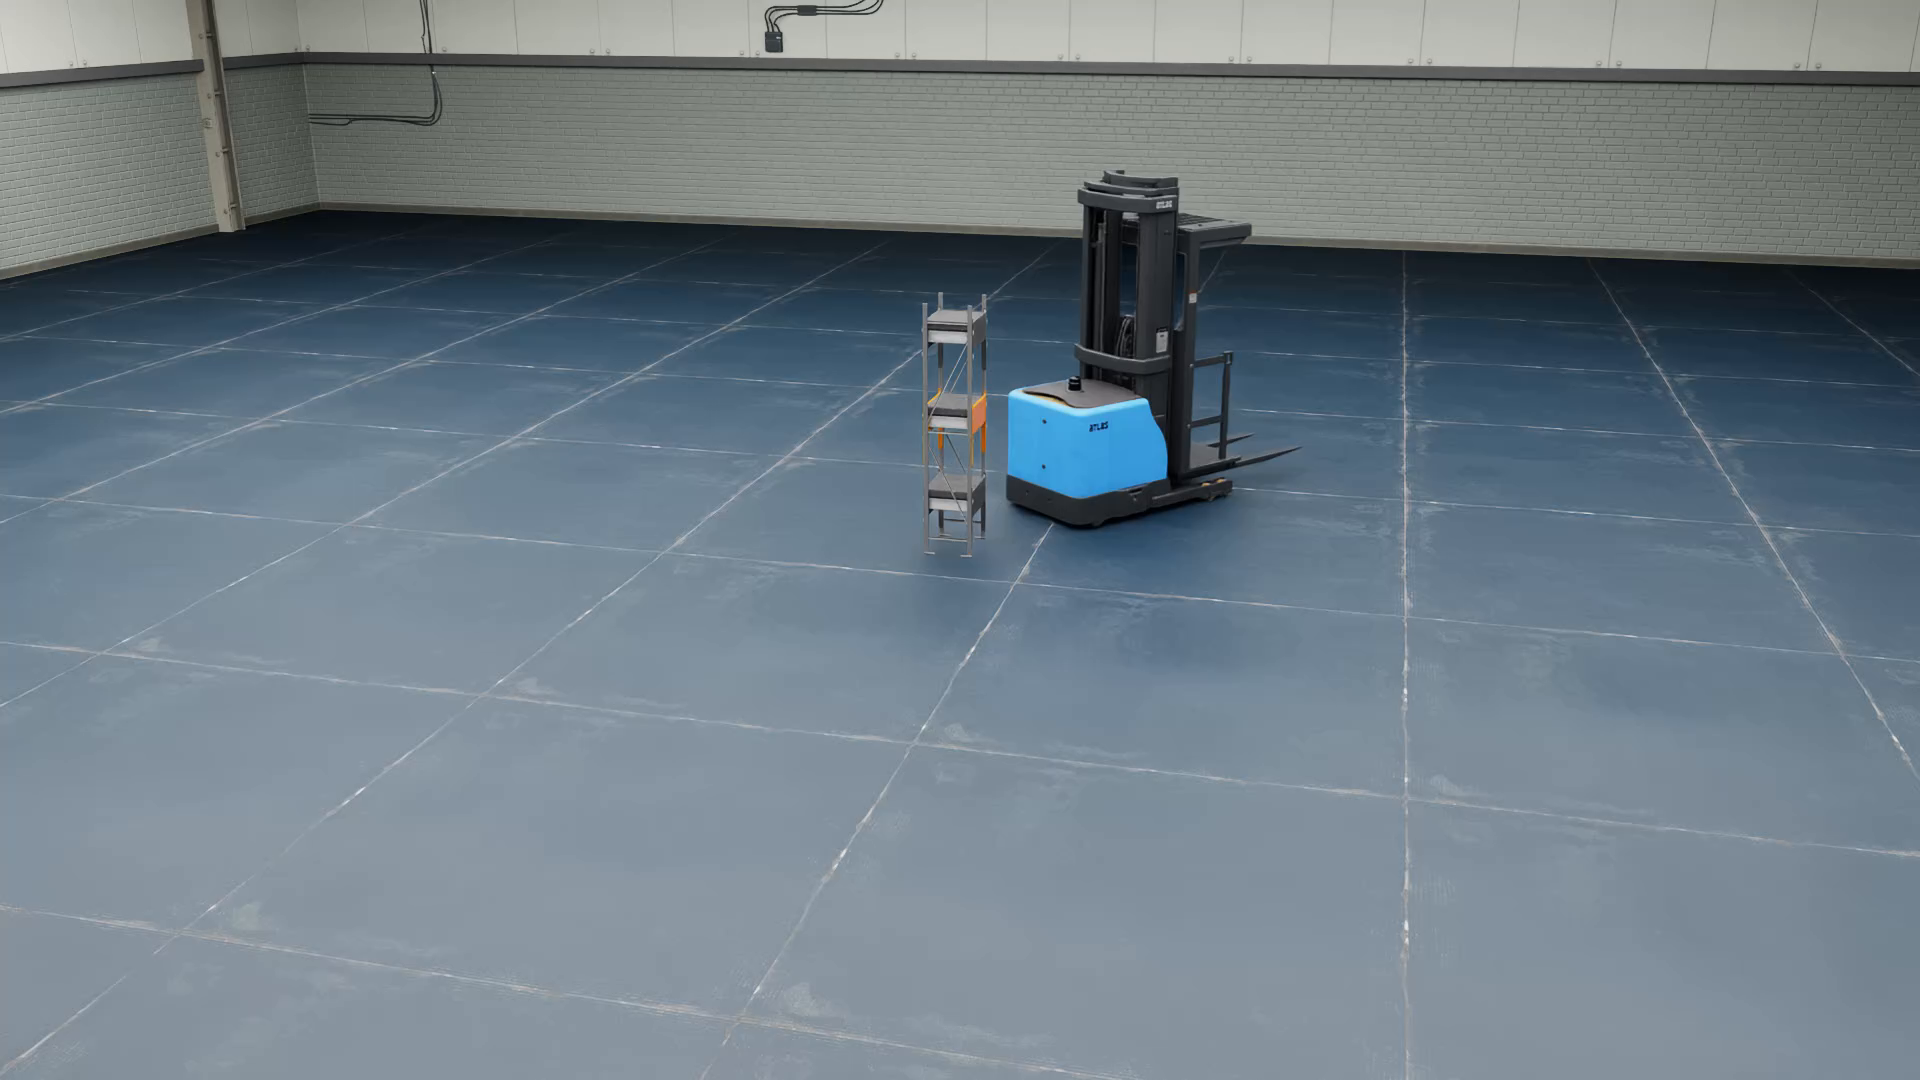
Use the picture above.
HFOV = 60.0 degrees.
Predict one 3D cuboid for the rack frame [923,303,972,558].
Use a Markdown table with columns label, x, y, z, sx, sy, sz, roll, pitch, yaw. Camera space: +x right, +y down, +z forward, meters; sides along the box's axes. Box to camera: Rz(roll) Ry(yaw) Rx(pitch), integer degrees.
| label | x | y | z | sx | sy | sz | roll | pitch | yaw |
| --- | --- | --- | --- | --- | --- | --- | --- | --- | --- |
| rack frame | -0.100 | -0.865 | 13.472 | 0.400 | 2.100 | 0.015 | 5 | 19 | 13 |

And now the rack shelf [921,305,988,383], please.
| label | x | y | z | sx | sy | sz | roll | pitch | yaw |
| --- | --- | --- | --- | --- | --- | --- | --- | --- | --- |
| rack shelf | -0.040 | -1.591 | 13.474 | 0.431 | 0.518 | 0.480 | 5 | 19 | 13 |

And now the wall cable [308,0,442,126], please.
| label | x | y | z | sx | sy | sz | roll | pitch | yaw |
| --- | --- | --- | --- | --- | --- | --- | --- | --- | --- |
| wall cable | -11.654 | -9.416 | 32.636 | 3.097 | 2.526 | 0.112 | 5 | 19 | 13 |

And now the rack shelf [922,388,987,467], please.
| label | x | y | z | sx | sy | sz | roll | pitch | yaw |
| --- | --- | --- | --- | --- | --- | --- | --- | --- | --- |
| rack shelf | -0.040 | -0.929 | 13.701 | 0.431 | 0.518 | 0.480 | 5 | 19 | 13 |

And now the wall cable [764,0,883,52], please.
| label | x | y | z | sx | sy | sz | roll | pitch | yaw |
| --- | --- | --- | --- | --- | --- | --- | --- | --- | --- |
| wall cable | -2.452 | -11.740 | 29.374 | 2.305 | 6.003 | 0.169 | 5 | 19 | 13 |

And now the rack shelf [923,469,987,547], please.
| label | x | y | z | sx | sy | sz | roll | pitch | yaw |
| --- | --- | --- | --- | --- | --- | --- | --- | --- | --- |
| rack shelf | -0.040 | -0.266 | 13.927 | 0.431 | 0.518 | 0.480 | 5 | 19 | 13 |

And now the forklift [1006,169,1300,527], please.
| label | x | y | z | sx | sy | sz | roll | pitch | yaw |
| --- | --- | --- | --- | --- | --- | --- | --- | --- | --- |
| forklift | 1.895 | -1.866 | 15.116 | 3.031 | 2.935 | 1.130 | -14 | 23 | -35 |

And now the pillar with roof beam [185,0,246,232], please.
| label | x | y | z | sx | sy | sz | roll | pitch | yaw |
| --- | --- | --- | --- | --- | --- | --- | --- | --- | --- |
| pillar with roof beam | -9.481 | -9.726 | 28.741 | 9.100 | 9.000 | 0.400 | 5 | 19 | 13 |

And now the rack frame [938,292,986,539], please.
| label | x | y | z | sx | sy | sz | roll | pitch | yaw |
| --- | --- | --- | --- | --- | --- | --- | --- | --- | --- |
| rack frame | 0.019 | -1.018 | 13.920 | 0.400 | 2.100 | 0.015 | 5 | 19 | 13 |

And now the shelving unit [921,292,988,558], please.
| label | x | y | z | sx | sy | sz | roll | pitch | yaw |
| --- | --- | --- | --- | --- | --- | --- | --- | --- | --- |
| shelving unit | -0.040 | -0.942 | 13.696 | 0.431 | 2.100 | 0.503 | 5 | 19 | 13 |
